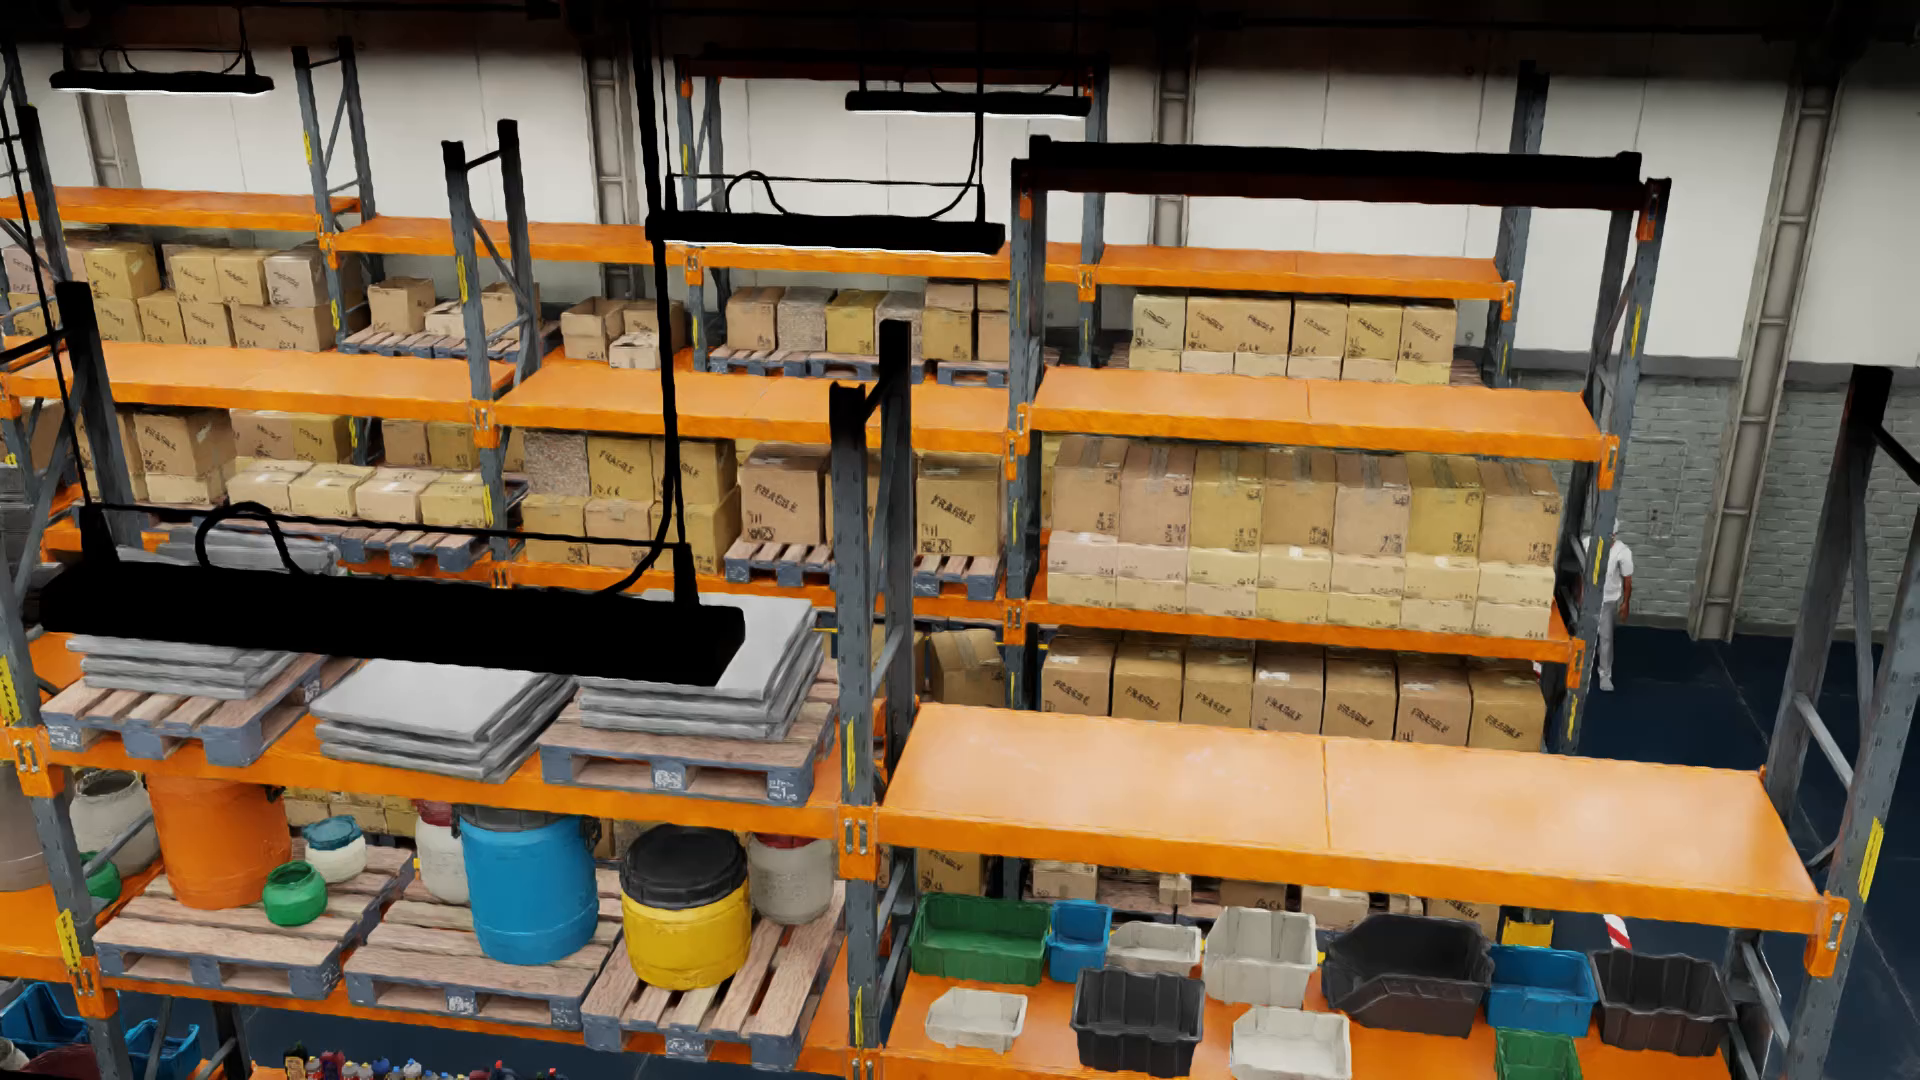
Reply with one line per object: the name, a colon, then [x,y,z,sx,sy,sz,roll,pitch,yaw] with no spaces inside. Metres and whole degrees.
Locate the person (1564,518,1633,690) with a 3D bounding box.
person: [6.445,0.576,16.716,0.535,1.758,0.727,-20,30,-39]

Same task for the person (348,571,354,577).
person: [-6.644,0.227,17.594,1.128,1.709,0.550,3,23,7]
